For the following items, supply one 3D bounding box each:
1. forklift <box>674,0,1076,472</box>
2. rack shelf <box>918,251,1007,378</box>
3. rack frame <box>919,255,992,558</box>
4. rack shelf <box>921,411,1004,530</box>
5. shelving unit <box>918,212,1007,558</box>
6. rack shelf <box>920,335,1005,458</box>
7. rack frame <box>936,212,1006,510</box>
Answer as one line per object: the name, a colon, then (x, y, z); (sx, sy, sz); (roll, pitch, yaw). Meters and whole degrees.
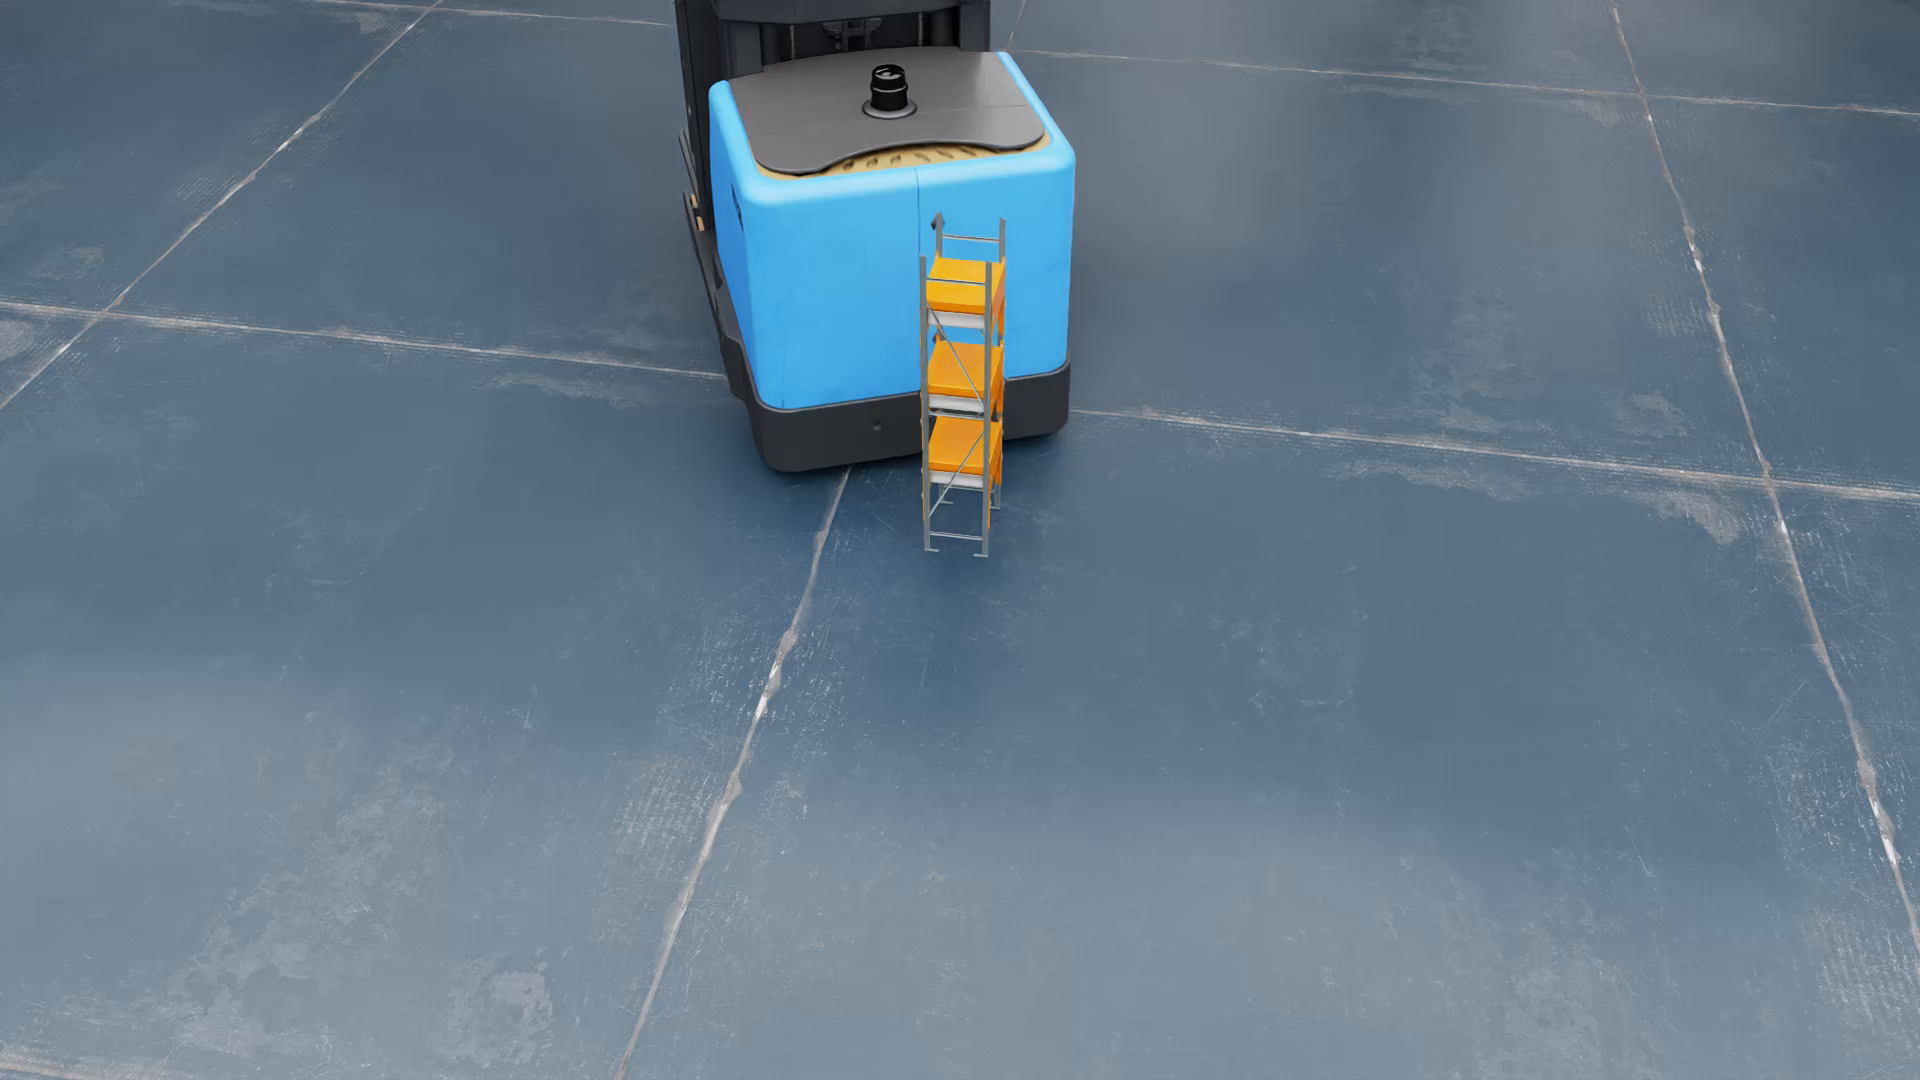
forklift: (-0.493, -2.297, 5.728); (1.130, 2.935, 3.031); (-9, 40, -11)
rack shelf: (0.009, -0.649, 4.782); (0.215, 0.259, 0.240); (6, 40, 8)
rack frame: (-0.012, -0.362, 4.863); (0.200, 1.050, 0.008); (6, 40, 8)
rack shelf: (0.009, -0.216, 5.140); (0.215, 0.259, 0.240); (6, 40, 8)
shelving unit: (0.009, -0.438, 4.956); (0.215, 1.050, 0.252); (6, 40, 8)
rack shelf: (0.009, -0.430, 4.963); (0.215, 0.259, 0.240); (6, 40, 8)
rack frame: (0.030, -0.515, 5.049); (0.200, 1.050, 0.008); (6, 40, 8)
